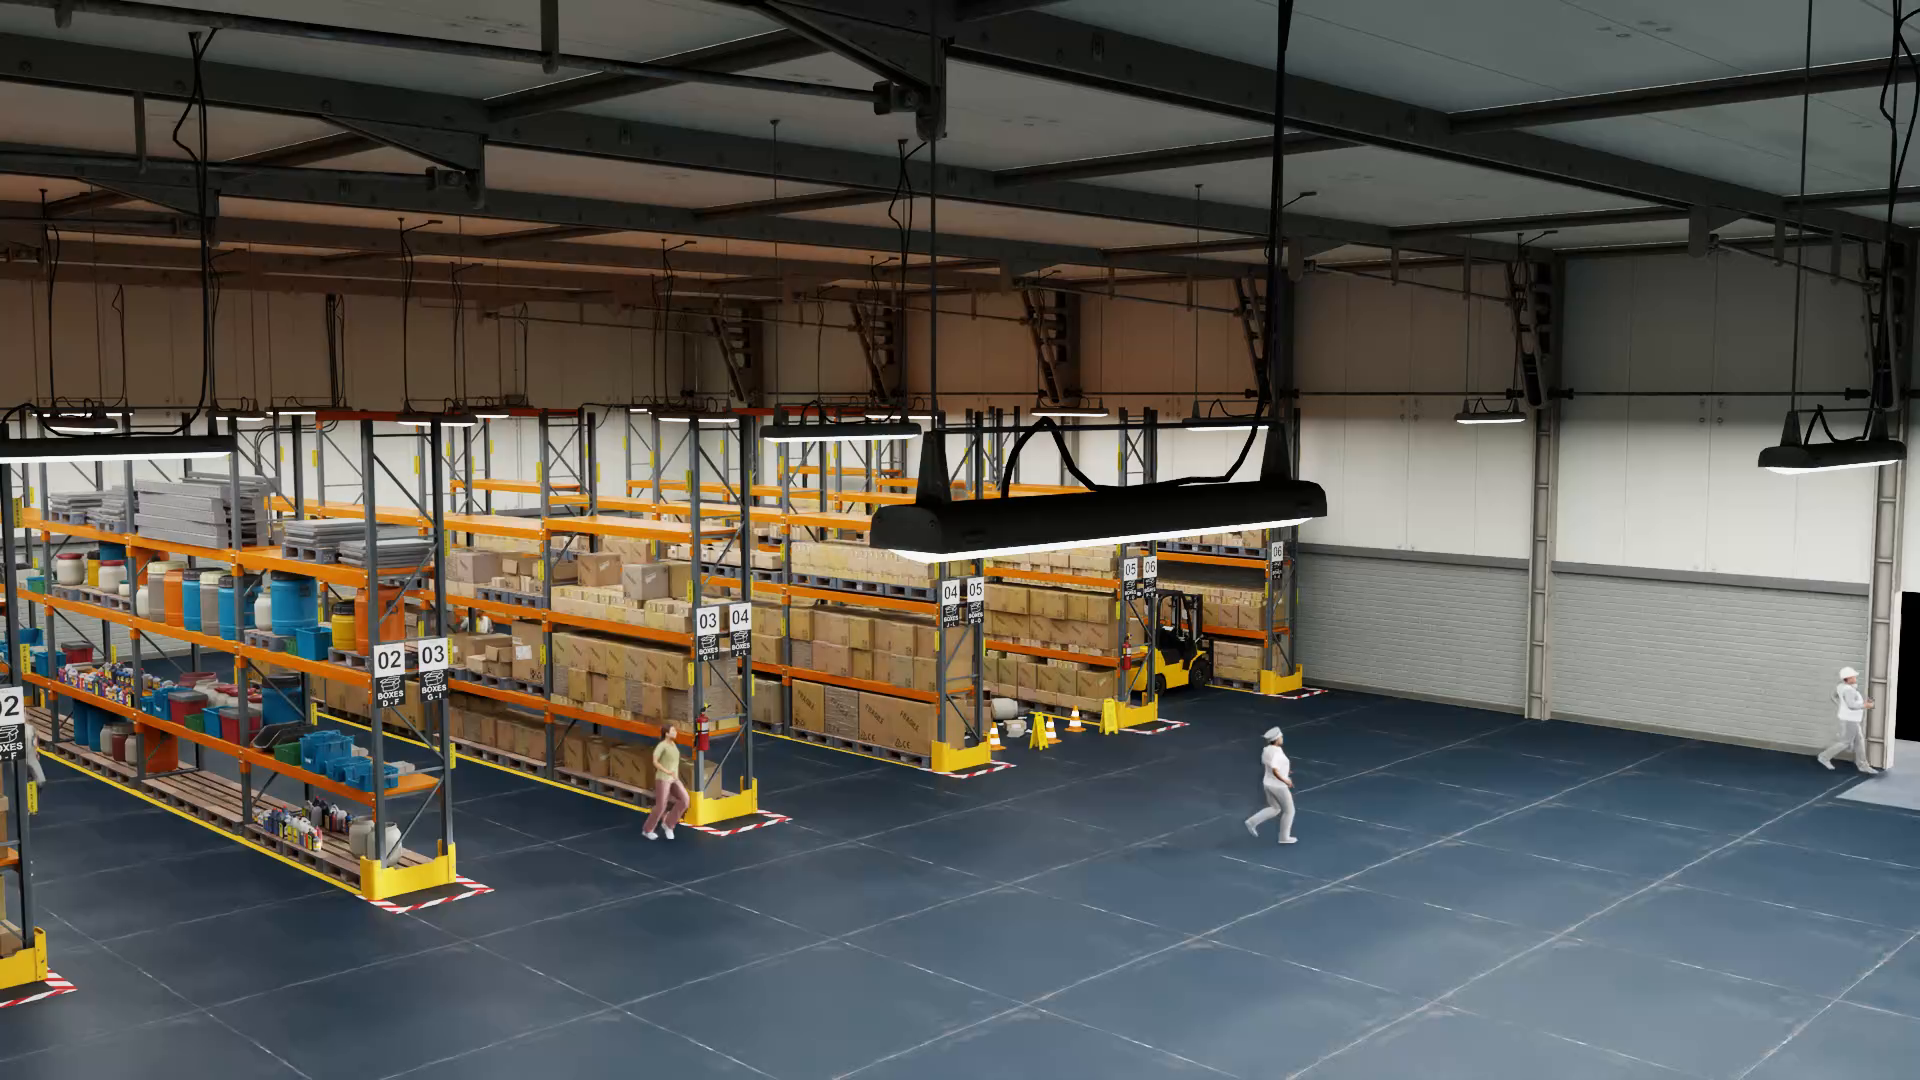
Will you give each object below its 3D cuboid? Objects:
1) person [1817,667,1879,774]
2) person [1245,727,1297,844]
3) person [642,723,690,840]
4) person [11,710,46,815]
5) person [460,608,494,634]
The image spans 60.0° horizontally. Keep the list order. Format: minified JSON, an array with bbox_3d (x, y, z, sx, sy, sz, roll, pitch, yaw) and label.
[{"bbox_3d":[14.726,2.981,27.515,0.933,1.762,0.662,2,5,22],"label":"person"},{"bbox_3d":[4.402,3.439,23.280,0.730,1.661,0.584,-1,5,-15],"label":"person"},{"bbox_3d":[-4.148,3.421,23.667,0.642,1.640,0.637,2,6,25],"label":"person"},{"bbox_3d":[-13.879,3.312,24.730,0.605,1.629,0.544,3,6,35],"label":"person"},{"bbox_3d":[-10.326,2.297,35.739,0.644,1.843,0.762,-4,7,-41],"label":"person"}]
